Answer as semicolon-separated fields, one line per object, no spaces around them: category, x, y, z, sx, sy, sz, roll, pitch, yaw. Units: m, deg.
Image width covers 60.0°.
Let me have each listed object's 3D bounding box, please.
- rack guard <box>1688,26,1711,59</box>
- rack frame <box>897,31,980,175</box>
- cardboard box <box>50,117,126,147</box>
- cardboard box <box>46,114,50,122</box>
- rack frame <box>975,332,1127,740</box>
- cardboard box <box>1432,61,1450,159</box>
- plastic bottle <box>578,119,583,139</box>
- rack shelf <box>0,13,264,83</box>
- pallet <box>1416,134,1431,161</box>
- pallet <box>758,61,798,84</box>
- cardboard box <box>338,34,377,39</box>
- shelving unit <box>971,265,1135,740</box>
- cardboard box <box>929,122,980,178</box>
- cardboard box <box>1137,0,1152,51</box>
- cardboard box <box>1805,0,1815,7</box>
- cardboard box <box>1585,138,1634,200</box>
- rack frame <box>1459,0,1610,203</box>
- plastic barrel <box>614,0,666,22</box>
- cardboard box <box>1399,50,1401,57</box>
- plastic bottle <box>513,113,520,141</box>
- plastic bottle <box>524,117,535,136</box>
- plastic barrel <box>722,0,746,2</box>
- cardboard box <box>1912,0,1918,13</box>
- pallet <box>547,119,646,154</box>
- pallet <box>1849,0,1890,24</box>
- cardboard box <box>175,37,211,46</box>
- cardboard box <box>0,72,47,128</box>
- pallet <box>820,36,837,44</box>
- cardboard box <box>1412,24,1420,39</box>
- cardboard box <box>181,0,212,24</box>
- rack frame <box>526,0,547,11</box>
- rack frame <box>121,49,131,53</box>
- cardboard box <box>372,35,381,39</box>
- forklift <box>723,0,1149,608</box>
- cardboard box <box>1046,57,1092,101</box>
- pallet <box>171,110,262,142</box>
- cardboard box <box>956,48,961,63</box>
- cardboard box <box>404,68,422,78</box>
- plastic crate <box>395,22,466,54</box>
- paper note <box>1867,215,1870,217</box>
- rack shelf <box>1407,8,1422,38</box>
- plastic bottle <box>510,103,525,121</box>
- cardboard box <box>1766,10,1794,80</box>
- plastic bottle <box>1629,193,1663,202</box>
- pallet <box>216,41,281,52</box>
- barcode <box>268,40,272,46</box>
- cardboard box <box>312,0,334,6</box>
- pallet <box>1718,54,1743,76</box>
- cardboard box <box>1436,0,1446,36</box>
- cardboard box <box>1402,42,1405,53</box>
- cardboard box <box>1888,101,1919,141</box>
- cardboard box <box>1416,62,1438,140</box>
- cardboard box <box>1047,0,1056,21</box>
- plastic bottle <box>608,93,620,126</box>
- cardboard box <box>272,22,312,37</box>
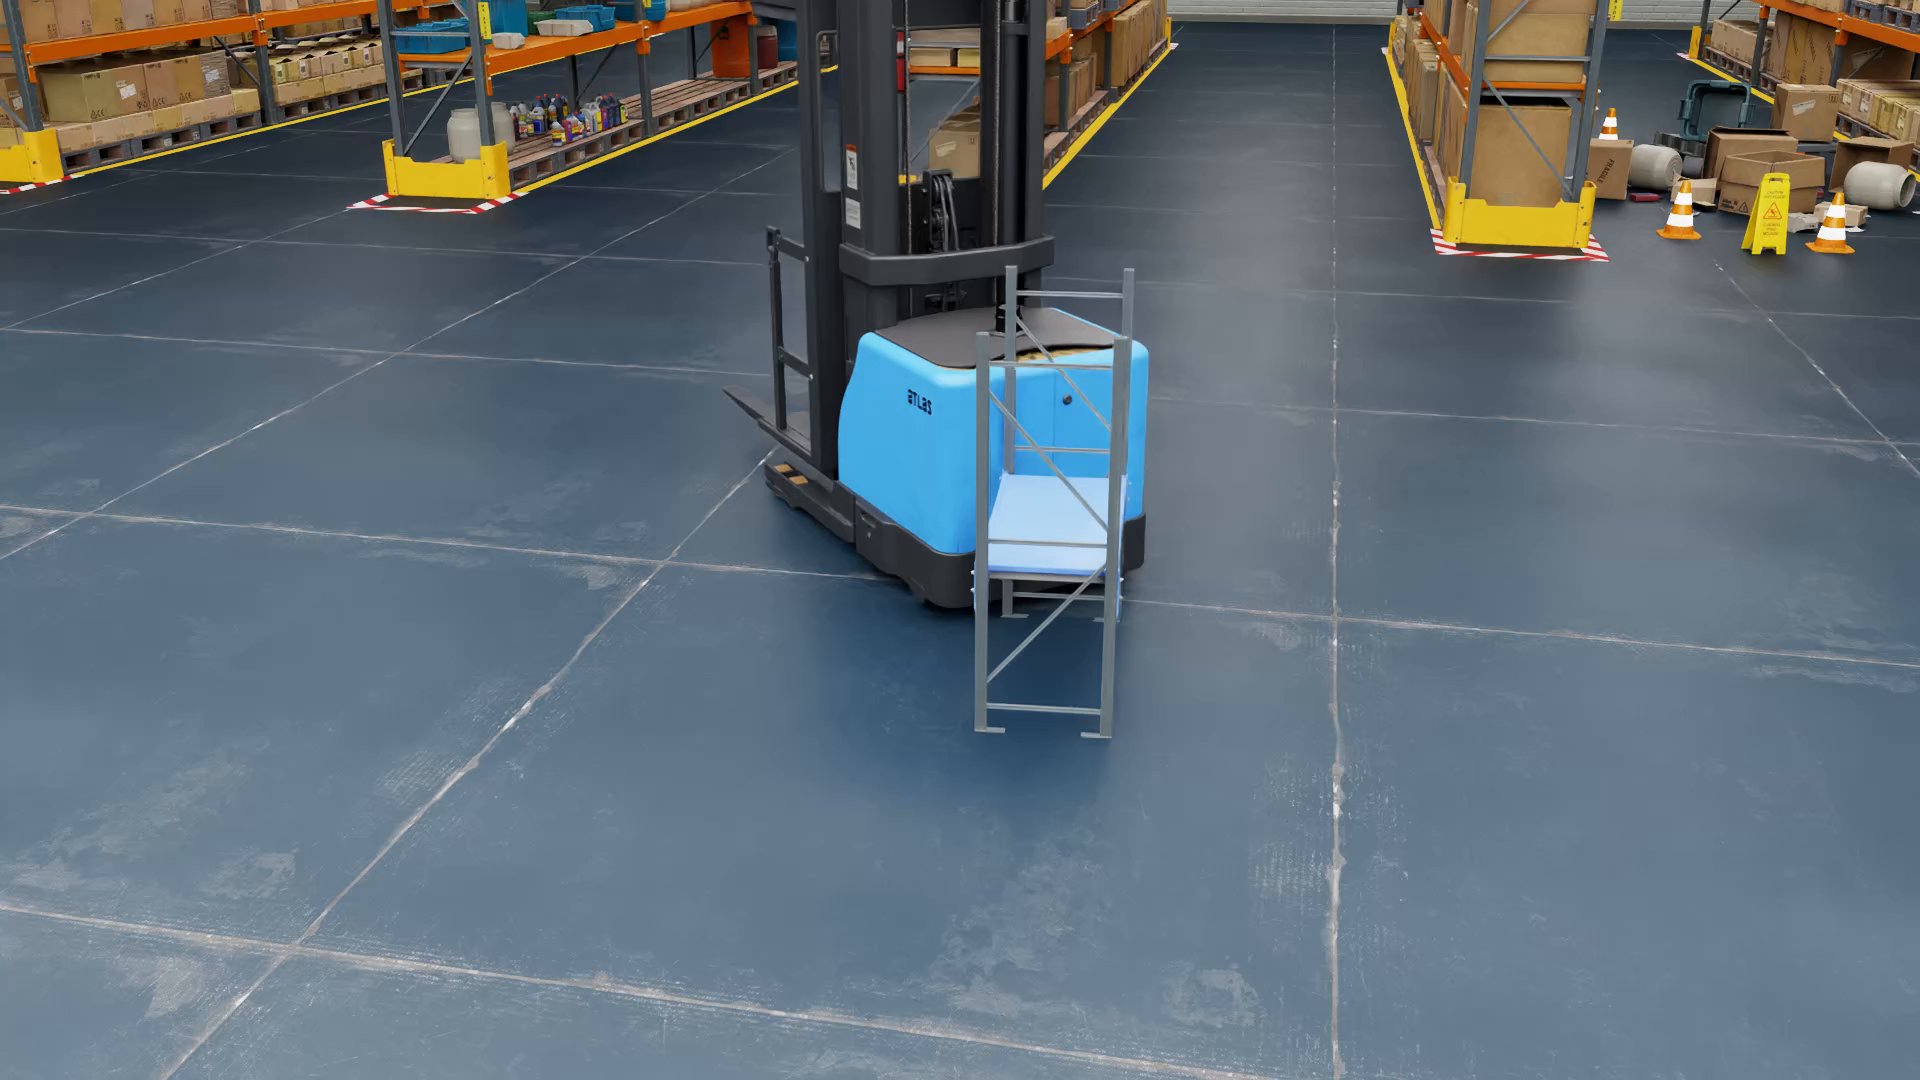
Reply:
rack guard;12.866;-8.309;27.814;1.175;0.500;0.348;4;22;11
rack frame;-0.105;-4.363;14.672;1.000;3.000;0.127;4;22;11
cardboard box;-9.377;-4.401;17.885;0.500;0.250;0.500;4;22;11
cardboard box;-9.892;-4.441;17.985;0.500;0.250;0.500;4;22;11
rack frame;0.304;0.015;5.808;0.500;1.500;0.032;3;22;7
cardboard box;5.349;-4.395;17.034;0.875;0.875;0.875;5;22;12
plastic bottle;-4.168;-4.484;18.129;0.097;0.201;0.097;0;22;0
rack shelf;-9.394;-5.517;18.501;1.077;0.370;4.000;4;22;11
pallet;5.630;-4.405;18.510;1.003;0.211;1.213;4;22;11
pallet;-2.950;-7.109;25.223;1.003;0.211;1.213;4;22;11
cardboard box;-8.564;-7.056;23.726;0.500;0.311;0.500;5;23;13
shelving unit;0.366;-0.173;6.276;0.538;1.500;1.048;3;22;7
cardboard box;0.039;-3.626;15.624;0.500;0.500;0.500;9;24;21
cardboard box;2.557;-8.196;26.472;0.875;0.875;0.875;4;22;11
cardboard box;11.285;-7.040;21.518;0.500;0.250;0.500;4;22;10
cardboard box;6.234;-3.607;16.136;0.500;0.500;0.500;8;23;20
rack frame;4.730;-3.948;13.641;1.000;3.000;0.127;4;22;11
plastic barrel;-3.762;-6.554;19.442;0.600;0.901;0.708;4;22;11
cardboard box;7.051;-7.569;25.885;0.380;0.149;0.250;4;22;9
plastic bottle;-4.826;-4.472;17.989;0.061;0.283;0.133;4;22;11
plastic bottle;-4.745;-4.560;18.318;0.097;0.201;0.097;0;22;0
plastic barrel;-3.119;-7.537;22.370;0.600;0.536;0.708;4;22;11
cardboard box;10.470;-5.730;17.840;0.380;0.149;0.250;4;22;11
pallet;-4.315;-4.668;19.161;1.003;0.211;1.213;4;22;11
pallet;11.188;-6.176;19.429;1.213;0.211;1.003;4;22;11
cardboard box;-12.556;-8.198;26.510;0.750;0.750;0.750;4;22;11
cardboard box;-9.984;-4.606;17.389;0.500;0.500;0.500;4;22;11
pallet;-2.146;-8.555;28.814;1.003;0.211;1.213;4;22;11
cardboard box;6.457;-6.897;22.744;0.500;0.250;0.500;5;22;12
cardboard box;-9.172;-6.273;19.280;0.700;0.500;0.500;4;22;10
rack frame;-7.354;-9.508;27.447;1.000;3.000;0.127;4;22;11
rack frame;-13.020;-8.422;24.749;1.000;3.000;0.127;4;22;11
cardboard box;-8.036;-7.015;23.623;0.500;0.311;0.500;5;22;12
forklift;-0.327;-1.584;7.862;1.130;2.935;3.031;-11;25;-26
cardboard box;1.310;-5.883;21.203;0.700;0.500;0.500;3;22;6
pallet;-9.189;-5.001;19.989;1.003;0.211;1.213;4;22;11
cardboard box;-0.197;-4.458;15.244;0.380;0.149;0.250;4;22;11
cardboard box;-8.038;-6.754;23.726;0.500;0.250;0.500;5;22;12
plastic crate;-5.145;-4.878;16.148;0.499;0.251;0.616;4;22;11
paper note;8.299;-2.971;15.216;0.032;0.001;0.123;4;22;11
rack shelf;6.770;-7.272;22.857;1.077;0.370;4.000;4;22;11
plastic bottle;-4.872;-4.623;18.274;0.144;0.351;0.185;5;23;13
cardboard box;11.997;-6.973;23.433;0.875;0.875;0.875;5;23;13
plastic bottle;6.572;-3.281;15.918;0.283;0.061;0.133;-3;22;-8
pallet;-12.287;-8.303;28.188;1.003;0.211;1.213;4;22;11
barcode;-8.526;-6.134;20.541;0.001;0.075;0.075;4;22;11
cardboard box;-8.604;-7.284;21.792;0.500;0.500;0.500;4;22;11
pallet;12.524;-7.422;26.001;1.003;0.211;1.213;4;22;11
cardboard box;5.391;-5.669;17.779;0.500;0.500;0.500;4;22;11
cardboard box;6.932;-7.487;25.283;0.380;0.149;0.250;5;22;12
cardboard box;10.661;-4.502;17.971;0.950;0.372;0.625;6;23;14
cardboard box;5.585;-4.796;18.196;1.050;0.750;0.750;4;22;11
cardboard box;0.559;-5.851;17.833;0.875;0.500;0.500;4;22;11
plastic bottle;-3.987;-4.921;19.015;0.144;0.351;0.185;4;22;9
cardboard box;-11.951;-9.186;29.430;0.700;0.500;0.500;5;22;12
